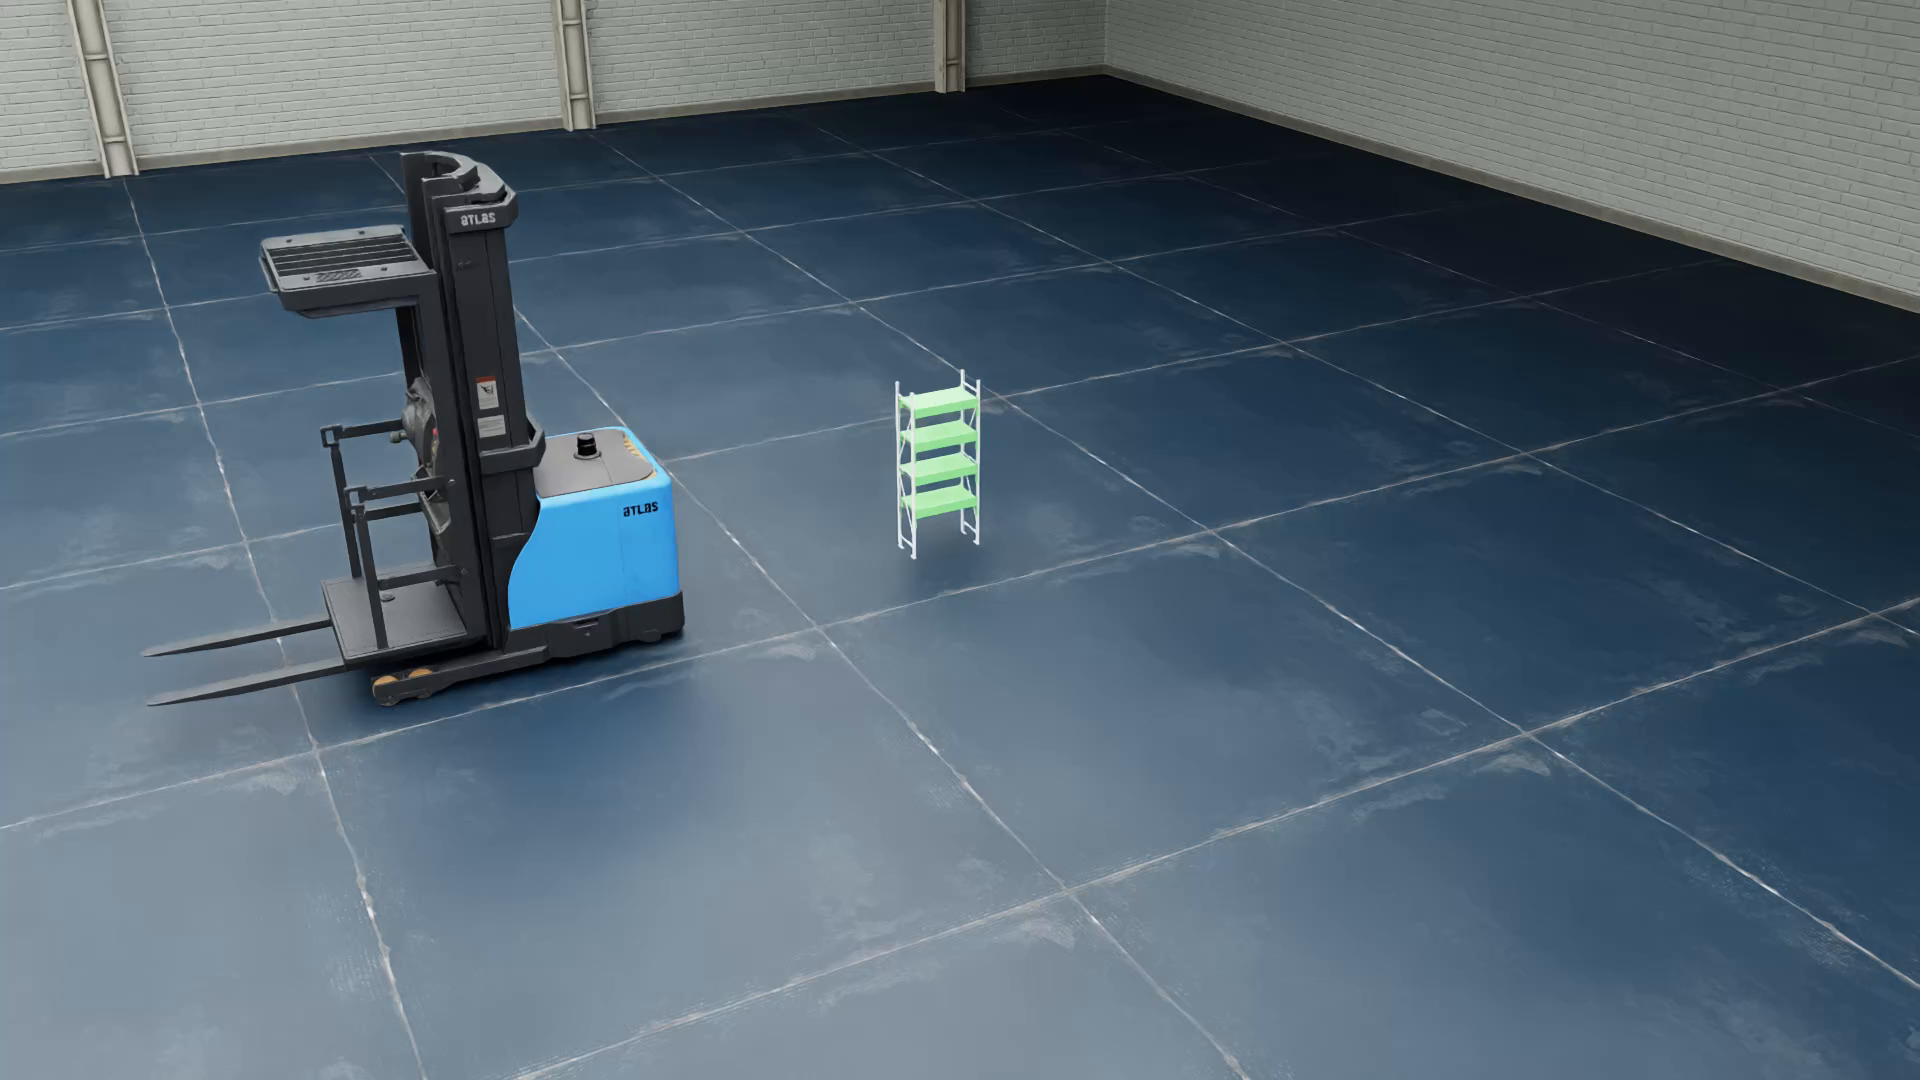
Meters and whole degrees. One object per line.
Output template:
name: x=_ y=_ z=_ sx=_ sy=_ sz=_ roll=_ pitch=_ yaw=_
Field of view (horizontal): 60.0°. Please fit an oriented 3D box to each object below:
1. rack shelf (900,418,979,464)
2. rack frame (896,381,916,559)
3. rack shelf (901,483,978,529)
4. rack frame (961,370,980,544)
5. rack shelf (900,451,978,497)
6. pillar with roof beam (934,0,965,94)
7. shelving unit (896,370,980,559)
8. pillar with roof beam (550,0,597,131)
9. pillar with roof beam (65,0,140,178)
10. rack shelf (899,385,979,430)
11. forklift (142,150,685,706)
rack shelf: x=-0.146 y=-0.666 z=11.146 sx=0.480 sy=0.148 sz=0.258 roll=-13 pitch=29 yaw=-25
rack frame: x=-0.361 y=-0.457 z=11.119 sx=0.015 sy=1.200 sz=0.240 roll=-13 pitch=29 yaw=-25
rack shelf: x=-0.146 y=-0.233 z=11.354 sx=0.480 sy=0.148 sz=0.258 roll=-13 pitch=29 yaw=-25
rack frame: x=0.069 y=-0.557 z=11.326 sx=0.015 sy=1.200 sz=0.240 roll=-13 pitch=29 yaw=-25
rack shelf: x=-0.146 y=-0.450 z=11.250 sx=0.480 sy=0.148 sz=0.258 roll=-13 pitch=29 yaw=-25
pillar with roof beam: x=1.865 y=-9.548 z=21.042 sx=0.400 sy=9.000 sz=9.100 roll=-13 pitch=29 yaw=-25
shelving unit: x=-0.146 y=-0.507 z=11.222 sx=0.503 sy=1.200 sz=0.258 roll=-13 pitch=29 yaw=-25
pillar with roof beam: x=-3.429 y=-8.326 z=18.496 sx=0.400 sy=9.000 sz=9.100 roll=-13 pitch=29 yaw=-25
pillar with roof beam: x=-8.724 y=-7.104 z=15.951 sx=0.400 sy=9.000 sz=9.100 roll=-13 pitch=29 yaw=-25
rack shelf: x=-0.146 y=-0.882 z=11.042 sx=0.480 sy=0.148 sz=0.258 roll=-13 pitch=29 yaw=-25
forklift: x=-3.259 y=-0.629 z=9.476 sx=3.031 sy=2.935 sz=1.130 roll=-12 pitch=28 yaw=-23
